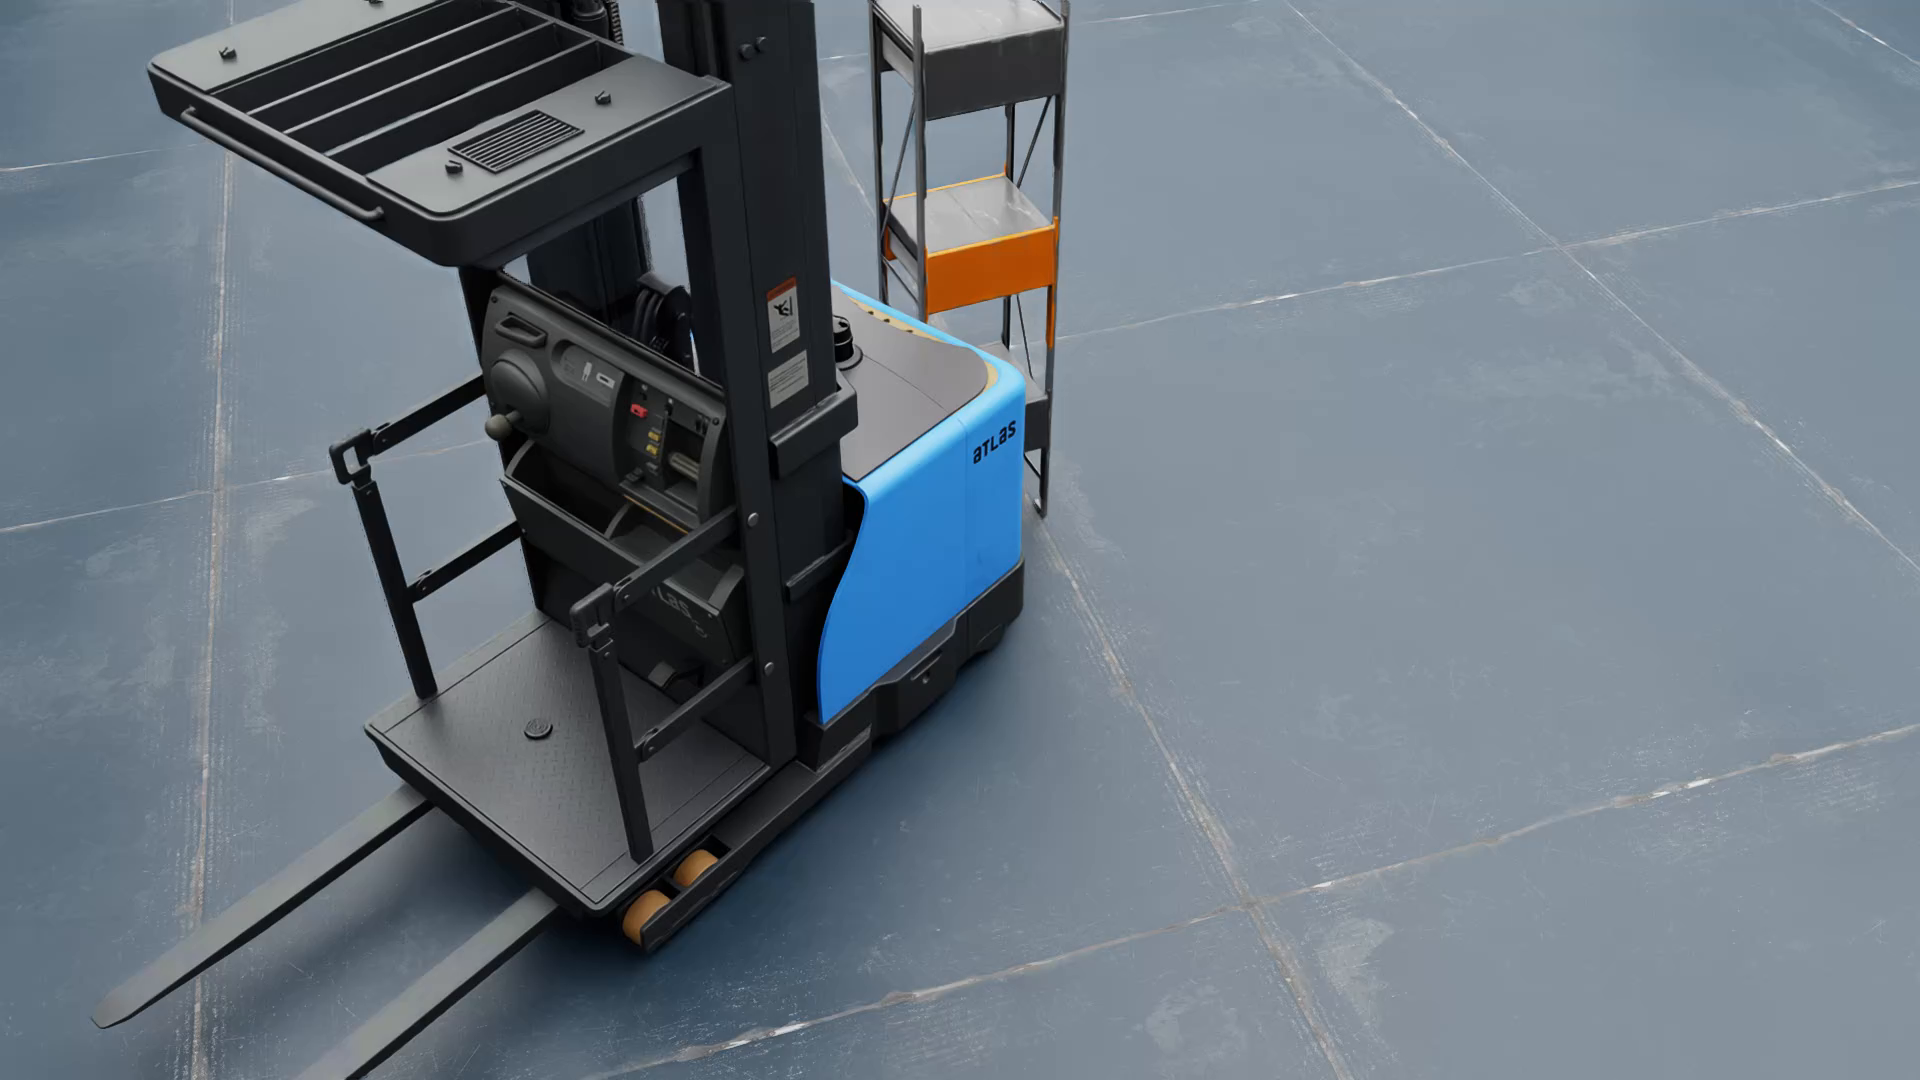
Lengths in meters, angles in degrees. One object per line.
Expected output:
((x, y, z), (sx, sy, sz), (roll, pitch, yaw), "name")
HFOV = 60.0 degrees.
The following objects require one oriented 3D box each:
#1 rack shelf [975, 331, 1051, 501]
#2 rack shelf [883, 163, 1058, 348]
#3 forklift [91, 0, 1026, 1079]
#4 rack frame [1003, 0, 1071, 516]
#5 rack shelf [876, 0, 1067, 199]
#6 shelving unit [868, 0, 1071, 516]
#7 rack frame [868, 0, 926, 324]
((0.024, -0.403, 6.200), (0.480, 0.518, 0.431), (-16, 44, -18), "rack shelf")
((0.024, -0.930, 5.739), (0.480, 0.518, 0.431), (-16, 44, -18), "rack shelf")
((-1.105, -0.285, 4.348), (1.130, 2.935, 3.031), (29, 49, 29), "forklift")
((0.247, -1.005, 5.804), (0.015, 2.100, 0.400), (-16, 44, -18), "rack frame")
((0.024, -1.457, 5.278), (0.480, 0.518, 0.431), (-16, 44, -18), "rack shelf")
((0.024, -0.940, 5.730), (0.503, 2.100, 0.431), (-16, 44, -18), "shelving unit")
((-0.199, -0.875, 5.656), (0.015, 2.100, 0.400), (-16, 44, -18), "rack frame")
